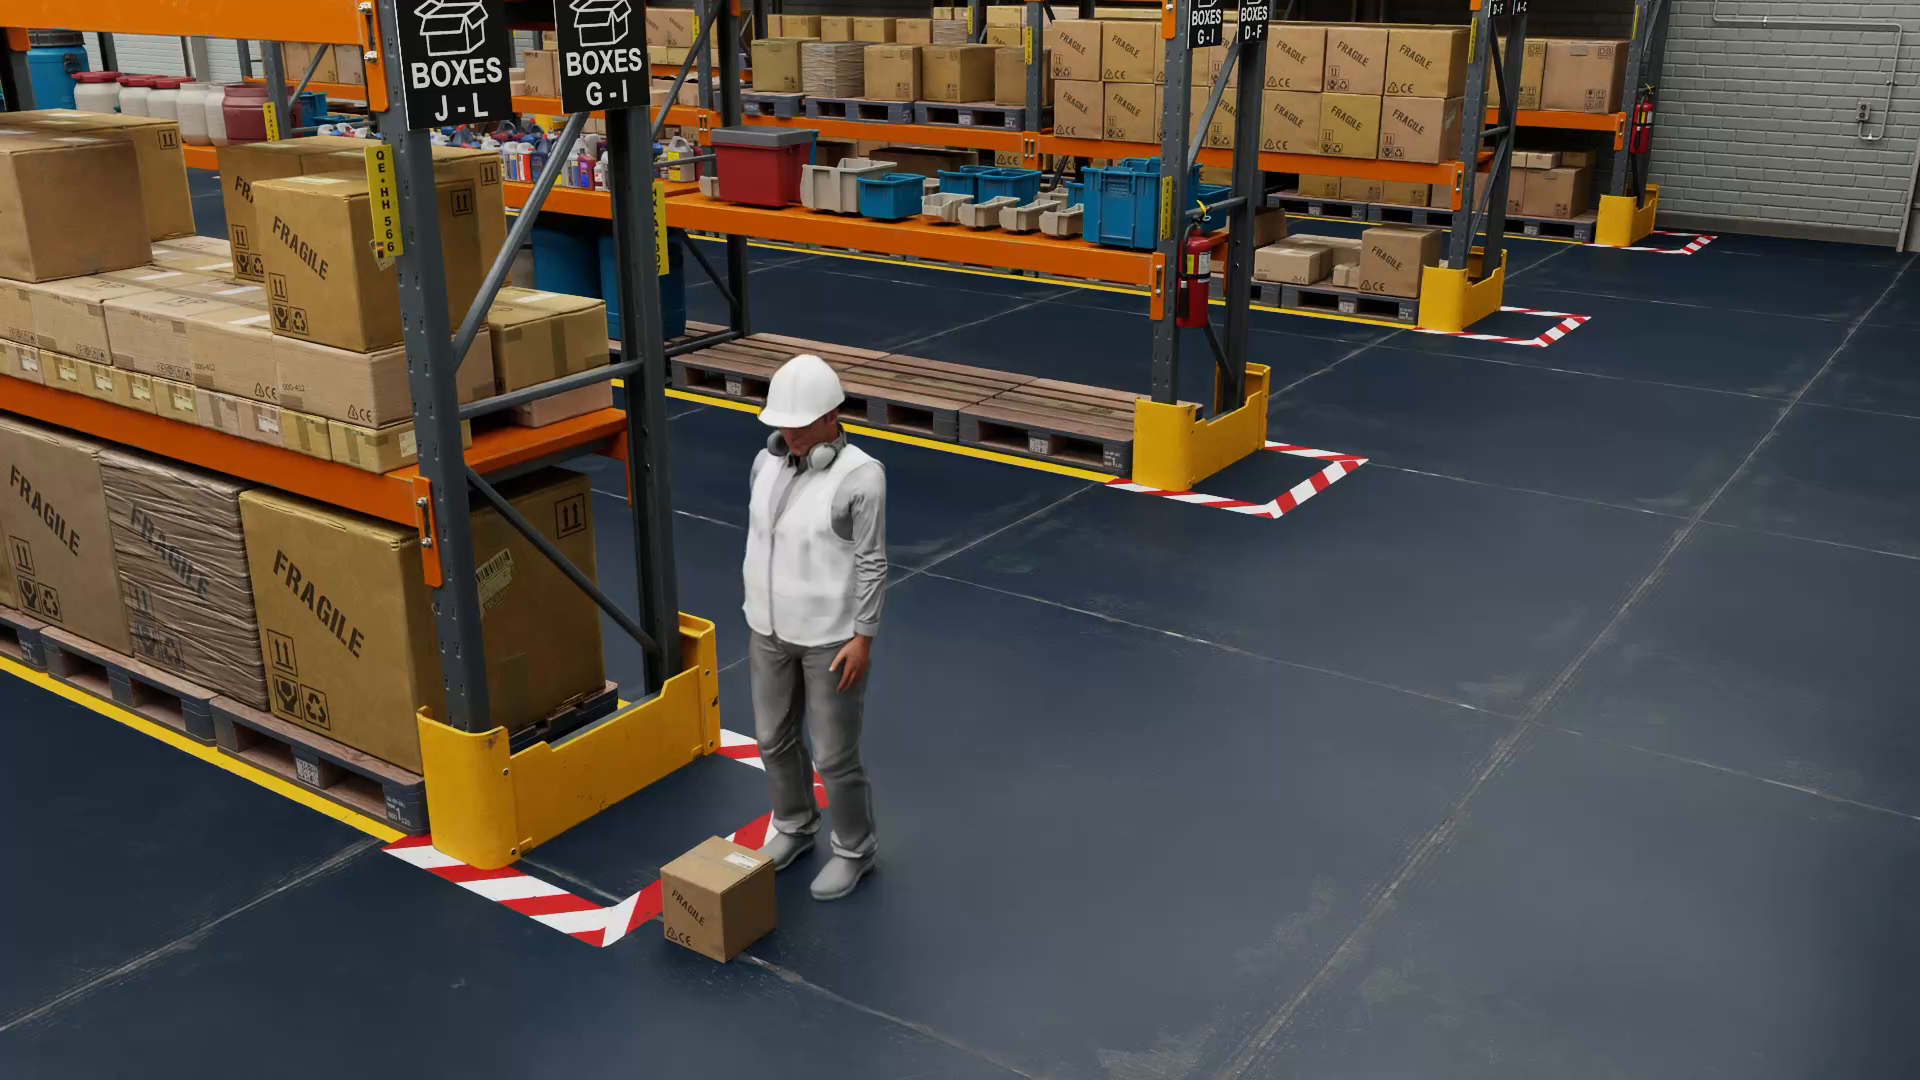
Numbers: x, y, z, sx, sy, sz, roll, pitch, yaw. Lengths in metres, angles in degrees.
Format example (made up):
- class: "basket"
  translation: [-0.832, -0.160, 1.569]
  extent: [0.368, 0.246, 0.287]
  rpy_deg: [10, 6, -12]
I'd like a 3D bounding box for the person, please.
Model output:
- class: "person"
  translation: [-0.459, 0.277, 5.282]
  extent: [0.534, 1.768, 0.356]
  rpy_deg: [13, 24, 33]
